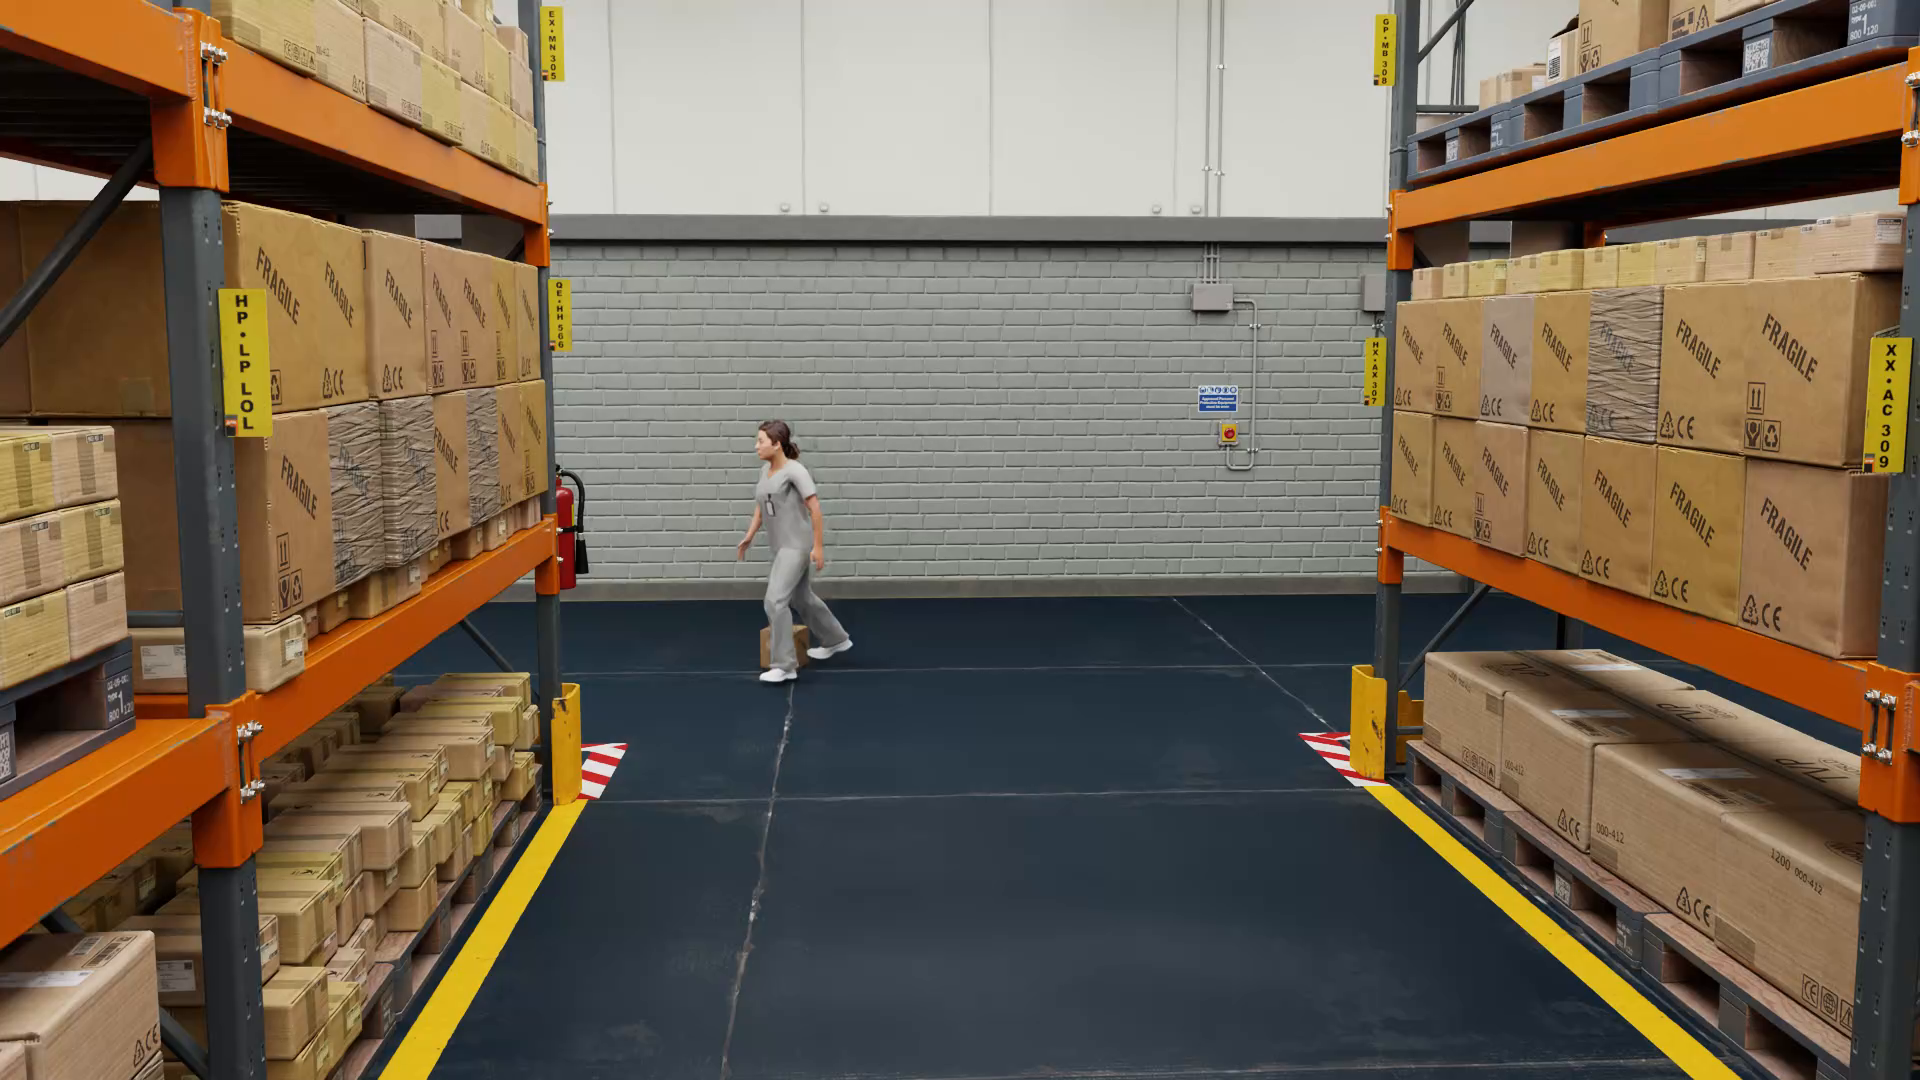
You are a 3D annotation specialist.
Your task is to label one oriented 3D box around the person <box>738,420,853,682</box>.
[{"bbox_3d":[-0.987,0.045,10.501,0.825,1.616,0.562,-5,8,-33],"label":"person"}]
